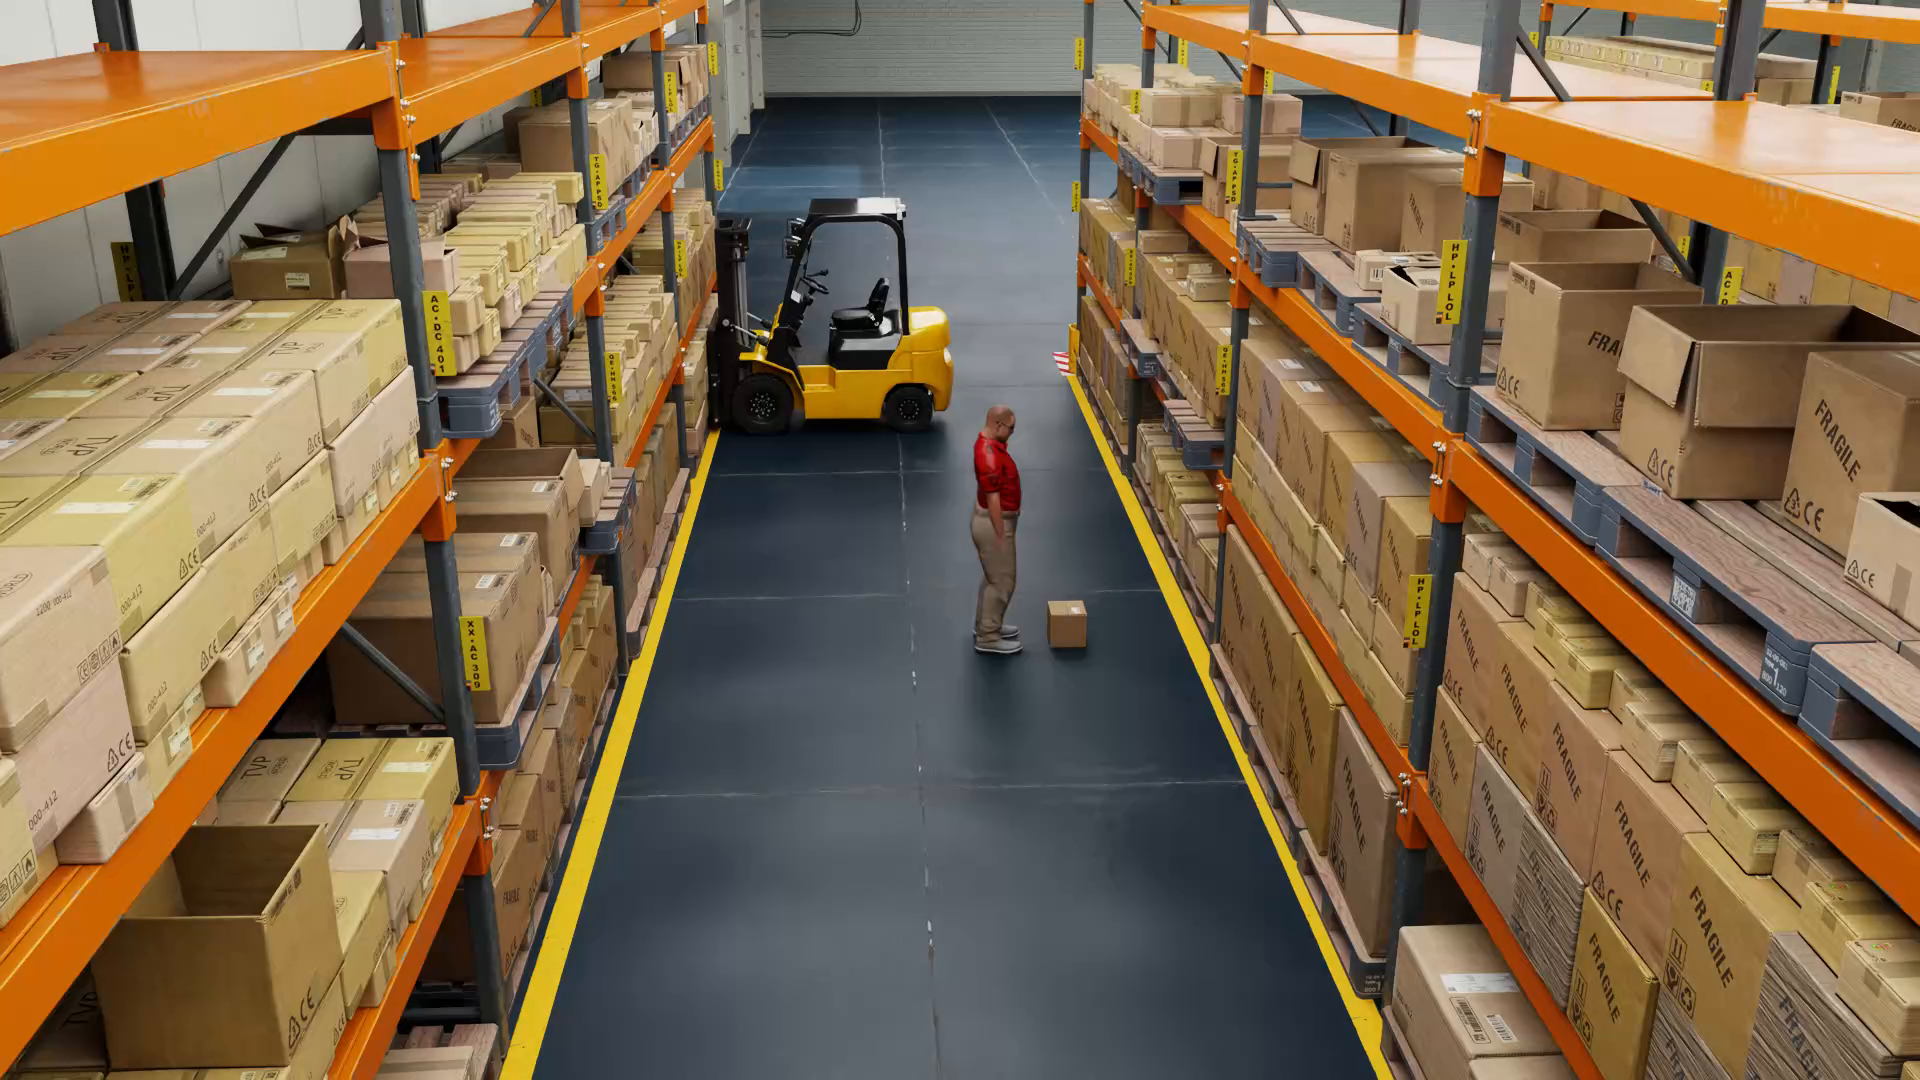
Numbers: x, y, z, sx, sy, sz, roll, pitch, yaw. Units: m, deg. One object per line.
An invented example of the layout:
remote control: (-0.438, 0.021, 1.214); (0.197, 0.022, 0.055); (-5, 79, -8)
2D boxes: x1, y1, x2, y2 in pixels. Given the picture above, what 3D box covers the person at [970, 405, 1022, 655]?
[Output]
person: (0.248, -0.091, 11.375); (0.357, 1.717, 0.534); (-1, 20, -2)
